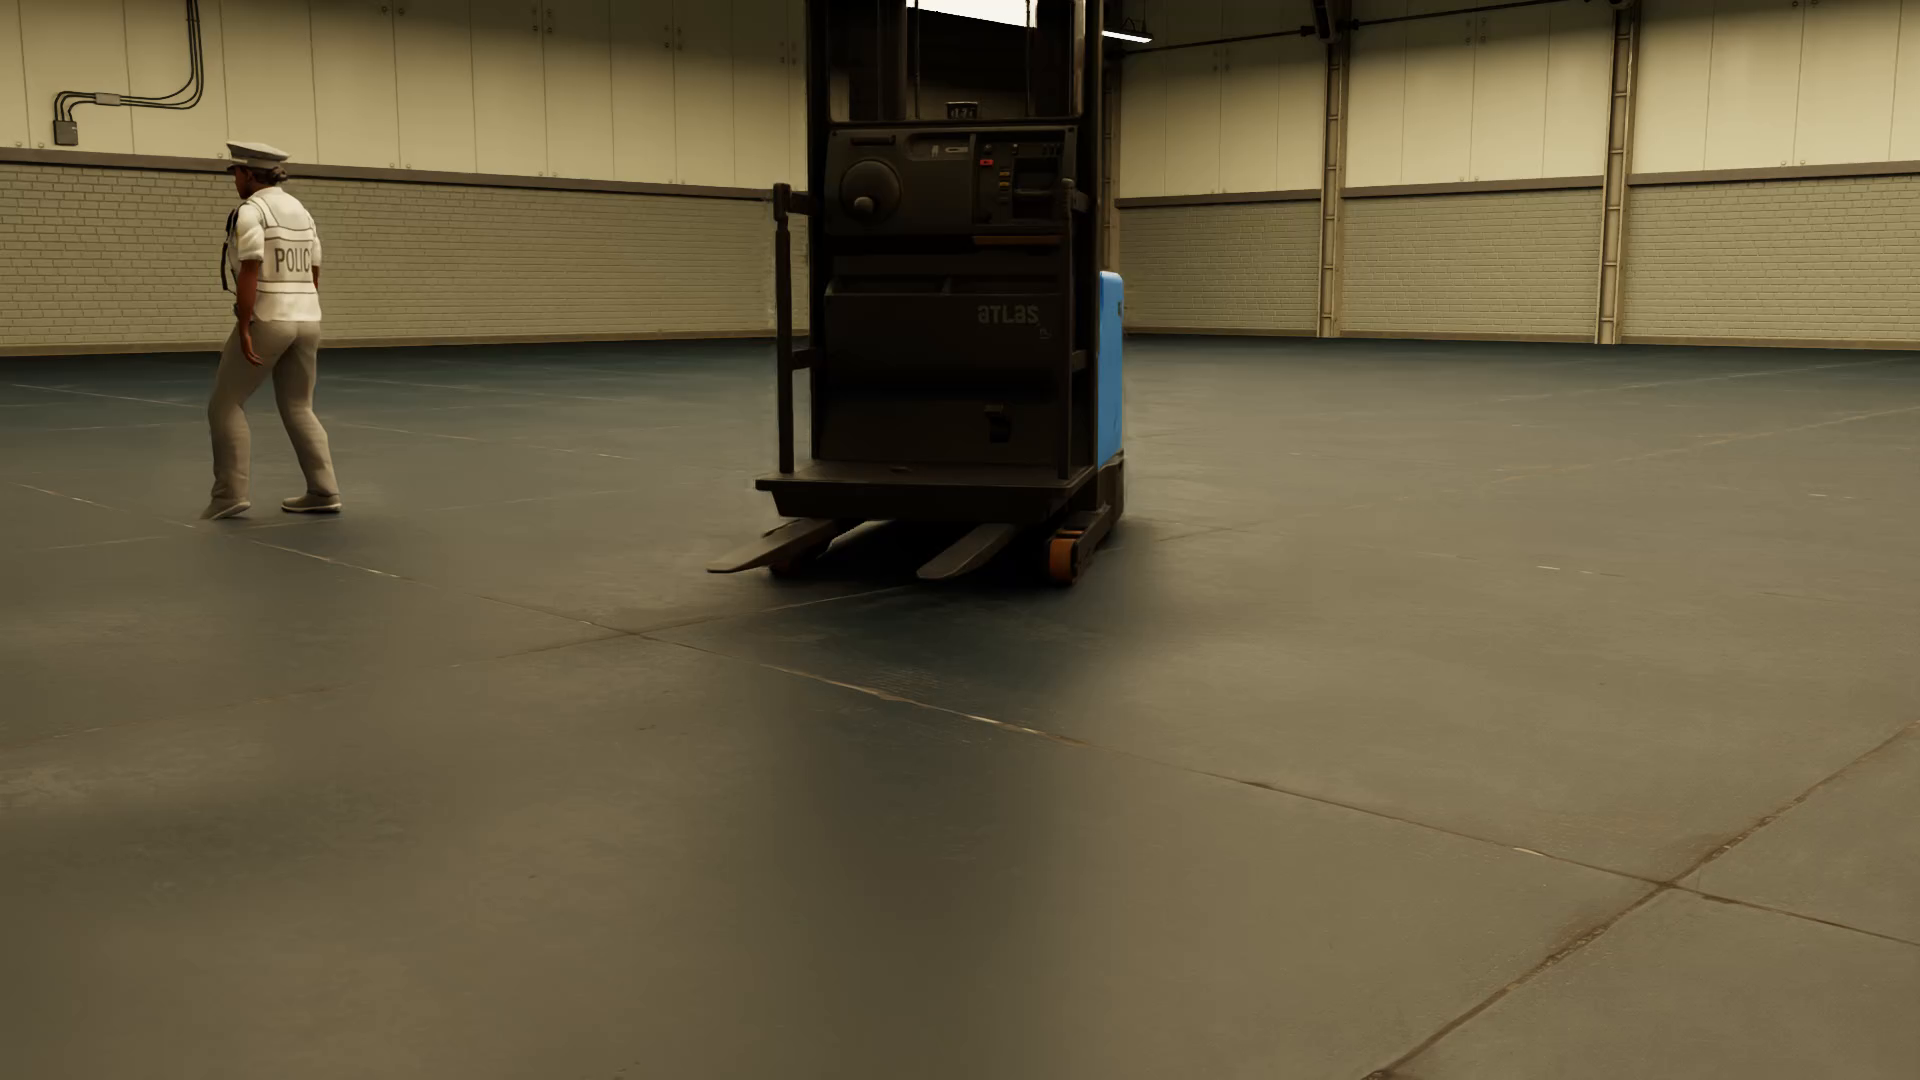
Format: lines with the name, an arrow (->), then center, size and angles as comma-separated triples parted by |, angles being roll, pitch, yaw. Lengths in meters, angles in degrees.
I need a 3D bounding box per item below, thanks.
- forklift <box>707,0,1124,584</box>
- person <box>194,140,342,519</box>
forklift -> -0.077, -1.354, 5.869 | 1.130, 2.935, 3.031 | 2, 9, 11
person -> -3.106, -0.910, 7.428 | 0.533, 1.707, 0.568 | 3, 9, 17
